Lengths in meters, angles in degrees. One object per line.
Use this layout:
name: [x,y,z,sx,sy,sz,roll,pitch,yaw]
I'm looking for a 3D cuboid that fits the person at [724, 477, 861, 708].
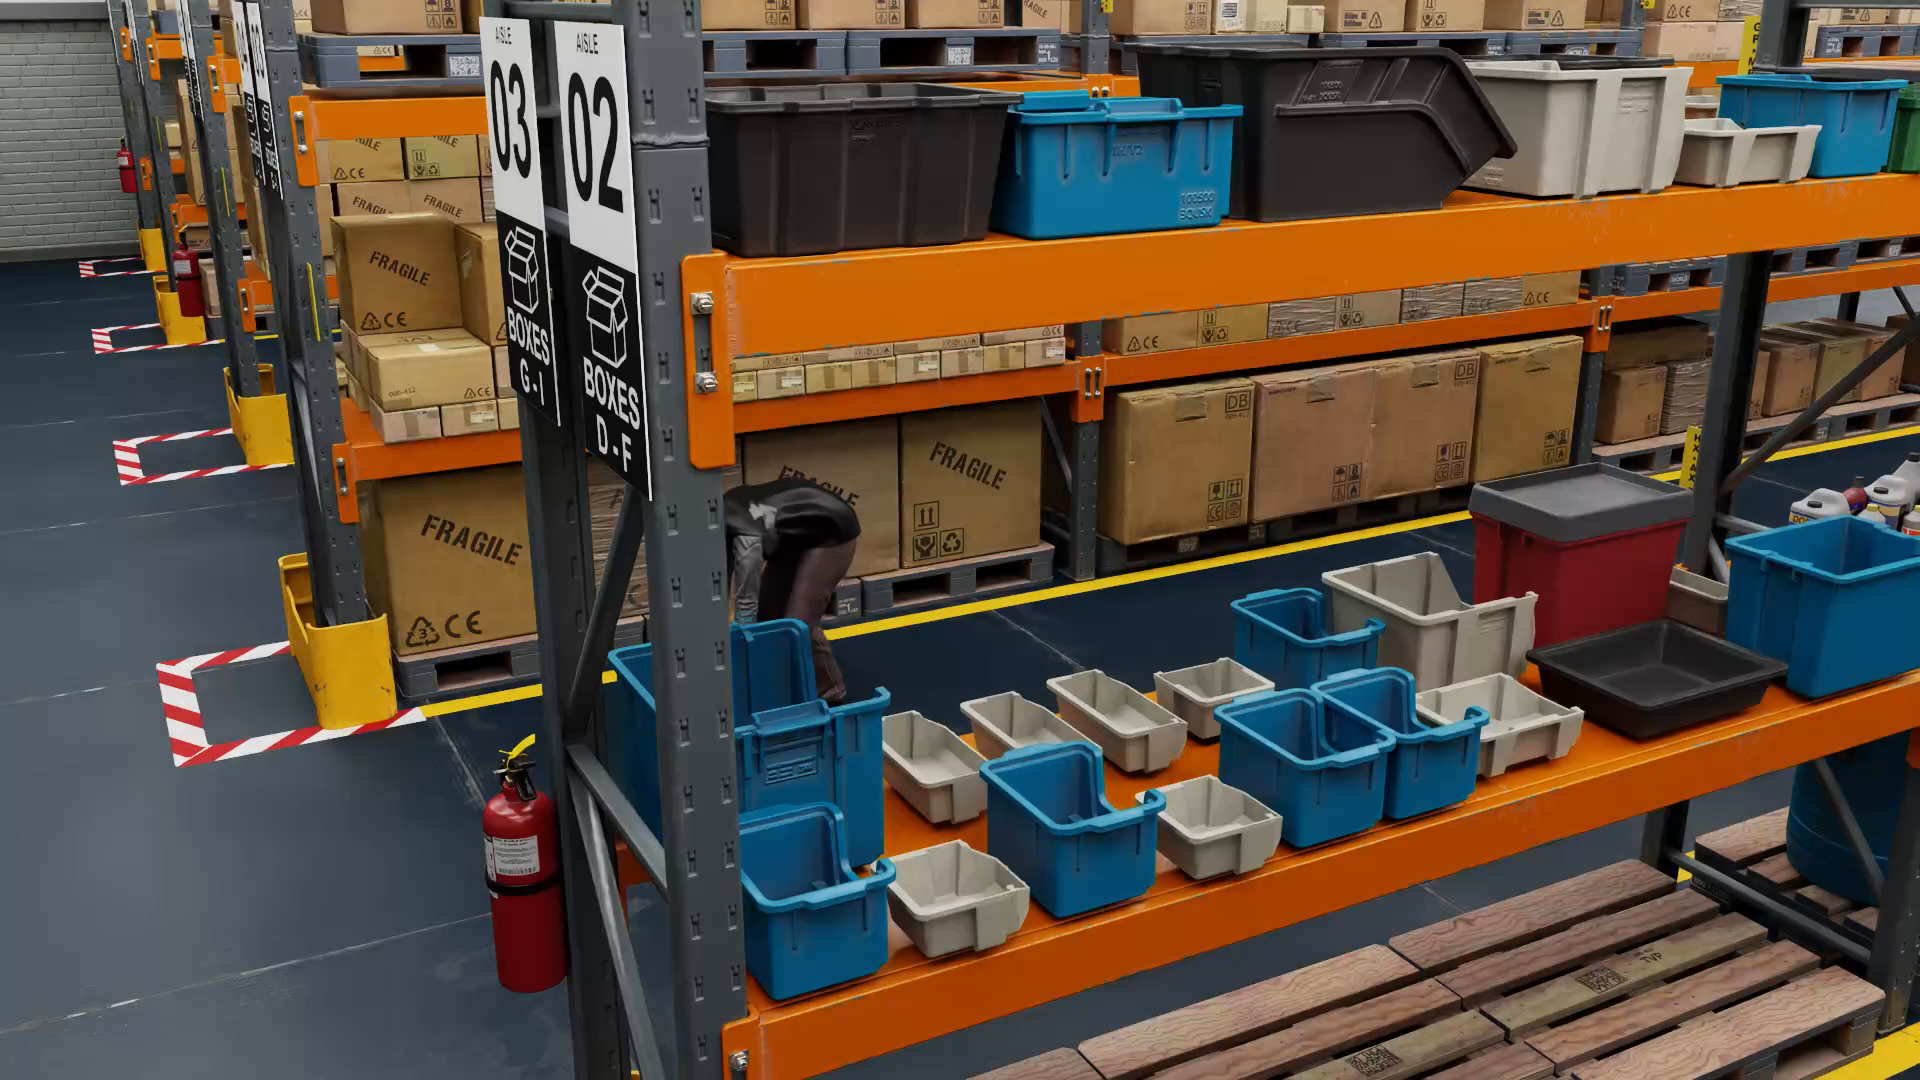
person: [-0.925,0.291,7.674,0.959,1.123,0.468,-10,21,-29]
